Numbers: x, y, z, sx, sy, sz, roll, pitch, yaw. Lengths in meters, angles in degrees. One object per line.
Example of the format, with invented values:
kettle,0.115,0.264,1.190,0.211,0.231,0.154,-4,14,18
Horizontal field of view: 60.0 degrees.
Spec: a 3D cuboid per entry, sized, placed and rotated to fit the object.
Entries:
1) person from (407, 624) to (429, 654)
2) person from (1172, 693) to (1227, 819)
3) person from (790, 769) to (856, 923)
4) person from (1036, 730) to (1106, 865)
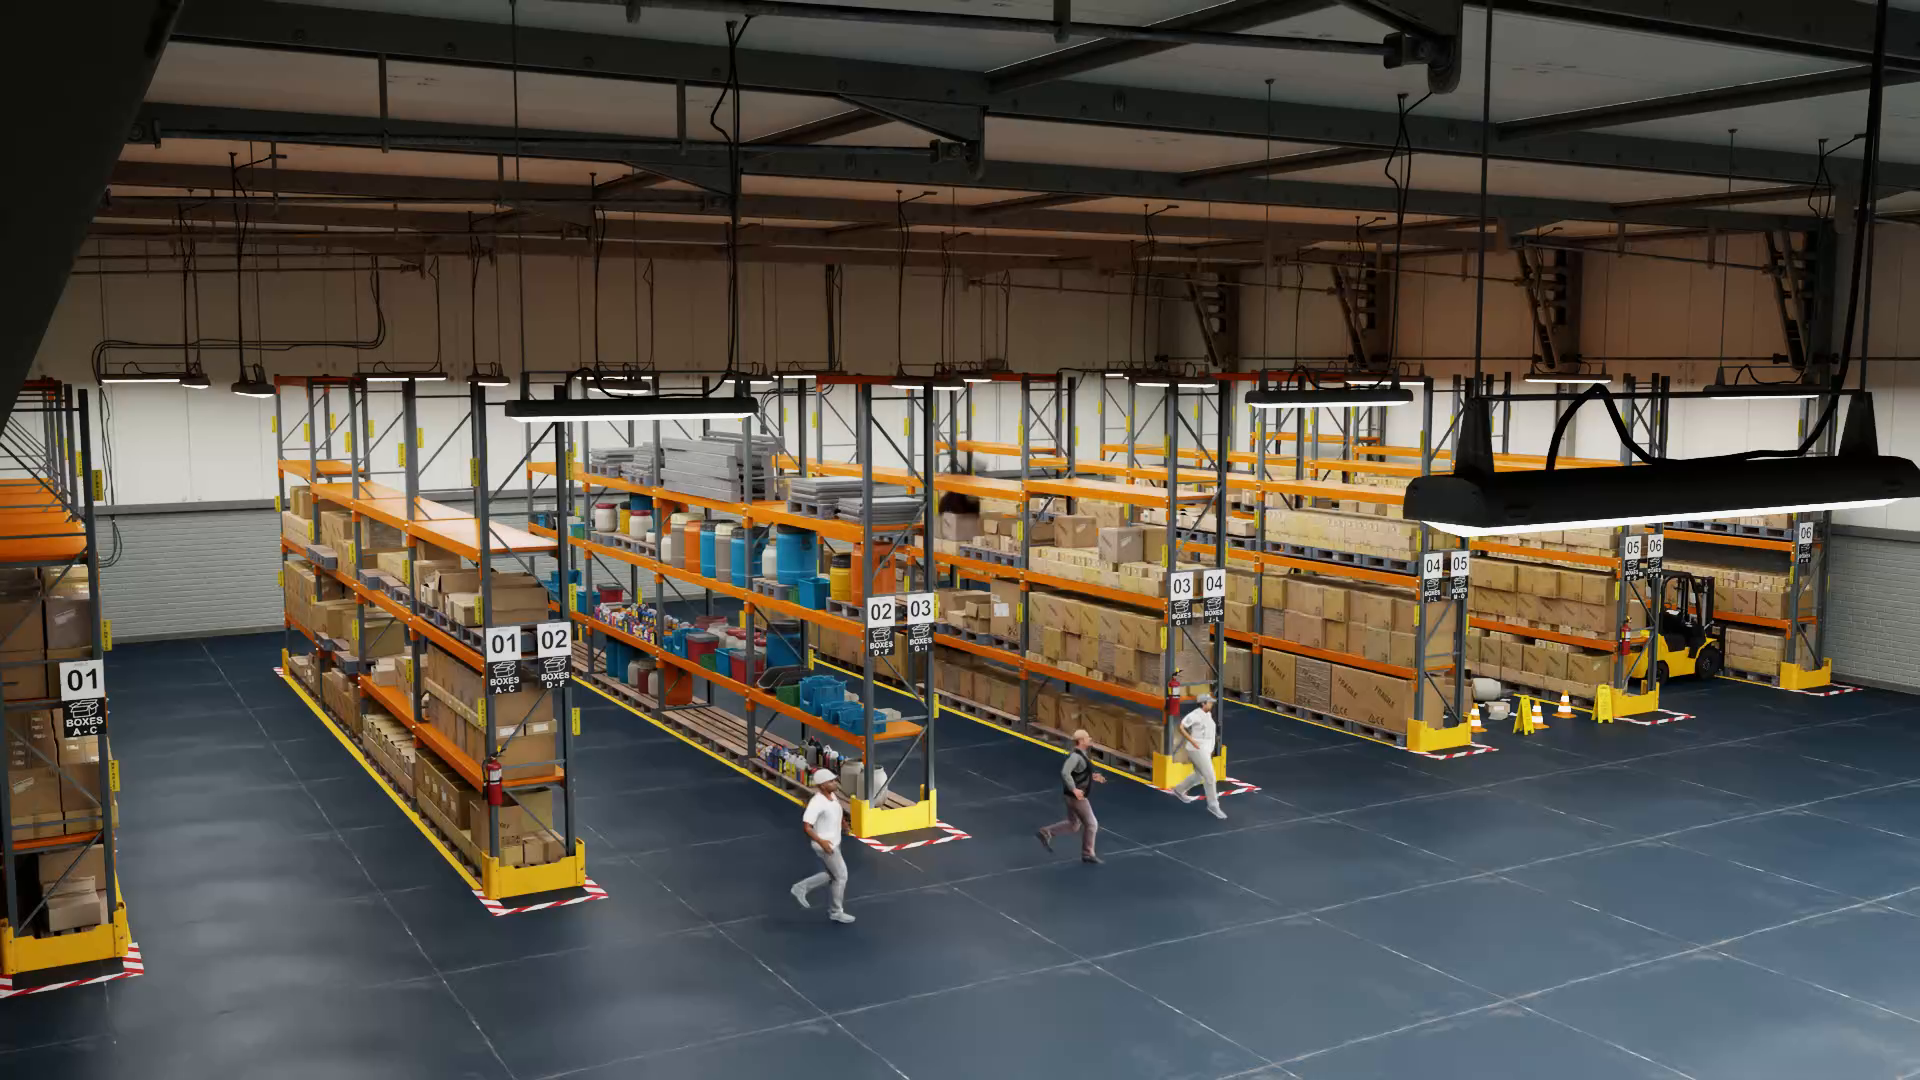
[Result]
person,-10.962,1.829,33.651,0.588,1.642,0.773,-5,8,-38
person,3.396,2.973,23.271,0.926,1.663,0.628,4,7,30
person,-1.547,3.429,18.730,0.751,1.753,0.692,1,6,6
person,1.407,3.216,20.857,0.854,1.708,0.644,1,6,5
